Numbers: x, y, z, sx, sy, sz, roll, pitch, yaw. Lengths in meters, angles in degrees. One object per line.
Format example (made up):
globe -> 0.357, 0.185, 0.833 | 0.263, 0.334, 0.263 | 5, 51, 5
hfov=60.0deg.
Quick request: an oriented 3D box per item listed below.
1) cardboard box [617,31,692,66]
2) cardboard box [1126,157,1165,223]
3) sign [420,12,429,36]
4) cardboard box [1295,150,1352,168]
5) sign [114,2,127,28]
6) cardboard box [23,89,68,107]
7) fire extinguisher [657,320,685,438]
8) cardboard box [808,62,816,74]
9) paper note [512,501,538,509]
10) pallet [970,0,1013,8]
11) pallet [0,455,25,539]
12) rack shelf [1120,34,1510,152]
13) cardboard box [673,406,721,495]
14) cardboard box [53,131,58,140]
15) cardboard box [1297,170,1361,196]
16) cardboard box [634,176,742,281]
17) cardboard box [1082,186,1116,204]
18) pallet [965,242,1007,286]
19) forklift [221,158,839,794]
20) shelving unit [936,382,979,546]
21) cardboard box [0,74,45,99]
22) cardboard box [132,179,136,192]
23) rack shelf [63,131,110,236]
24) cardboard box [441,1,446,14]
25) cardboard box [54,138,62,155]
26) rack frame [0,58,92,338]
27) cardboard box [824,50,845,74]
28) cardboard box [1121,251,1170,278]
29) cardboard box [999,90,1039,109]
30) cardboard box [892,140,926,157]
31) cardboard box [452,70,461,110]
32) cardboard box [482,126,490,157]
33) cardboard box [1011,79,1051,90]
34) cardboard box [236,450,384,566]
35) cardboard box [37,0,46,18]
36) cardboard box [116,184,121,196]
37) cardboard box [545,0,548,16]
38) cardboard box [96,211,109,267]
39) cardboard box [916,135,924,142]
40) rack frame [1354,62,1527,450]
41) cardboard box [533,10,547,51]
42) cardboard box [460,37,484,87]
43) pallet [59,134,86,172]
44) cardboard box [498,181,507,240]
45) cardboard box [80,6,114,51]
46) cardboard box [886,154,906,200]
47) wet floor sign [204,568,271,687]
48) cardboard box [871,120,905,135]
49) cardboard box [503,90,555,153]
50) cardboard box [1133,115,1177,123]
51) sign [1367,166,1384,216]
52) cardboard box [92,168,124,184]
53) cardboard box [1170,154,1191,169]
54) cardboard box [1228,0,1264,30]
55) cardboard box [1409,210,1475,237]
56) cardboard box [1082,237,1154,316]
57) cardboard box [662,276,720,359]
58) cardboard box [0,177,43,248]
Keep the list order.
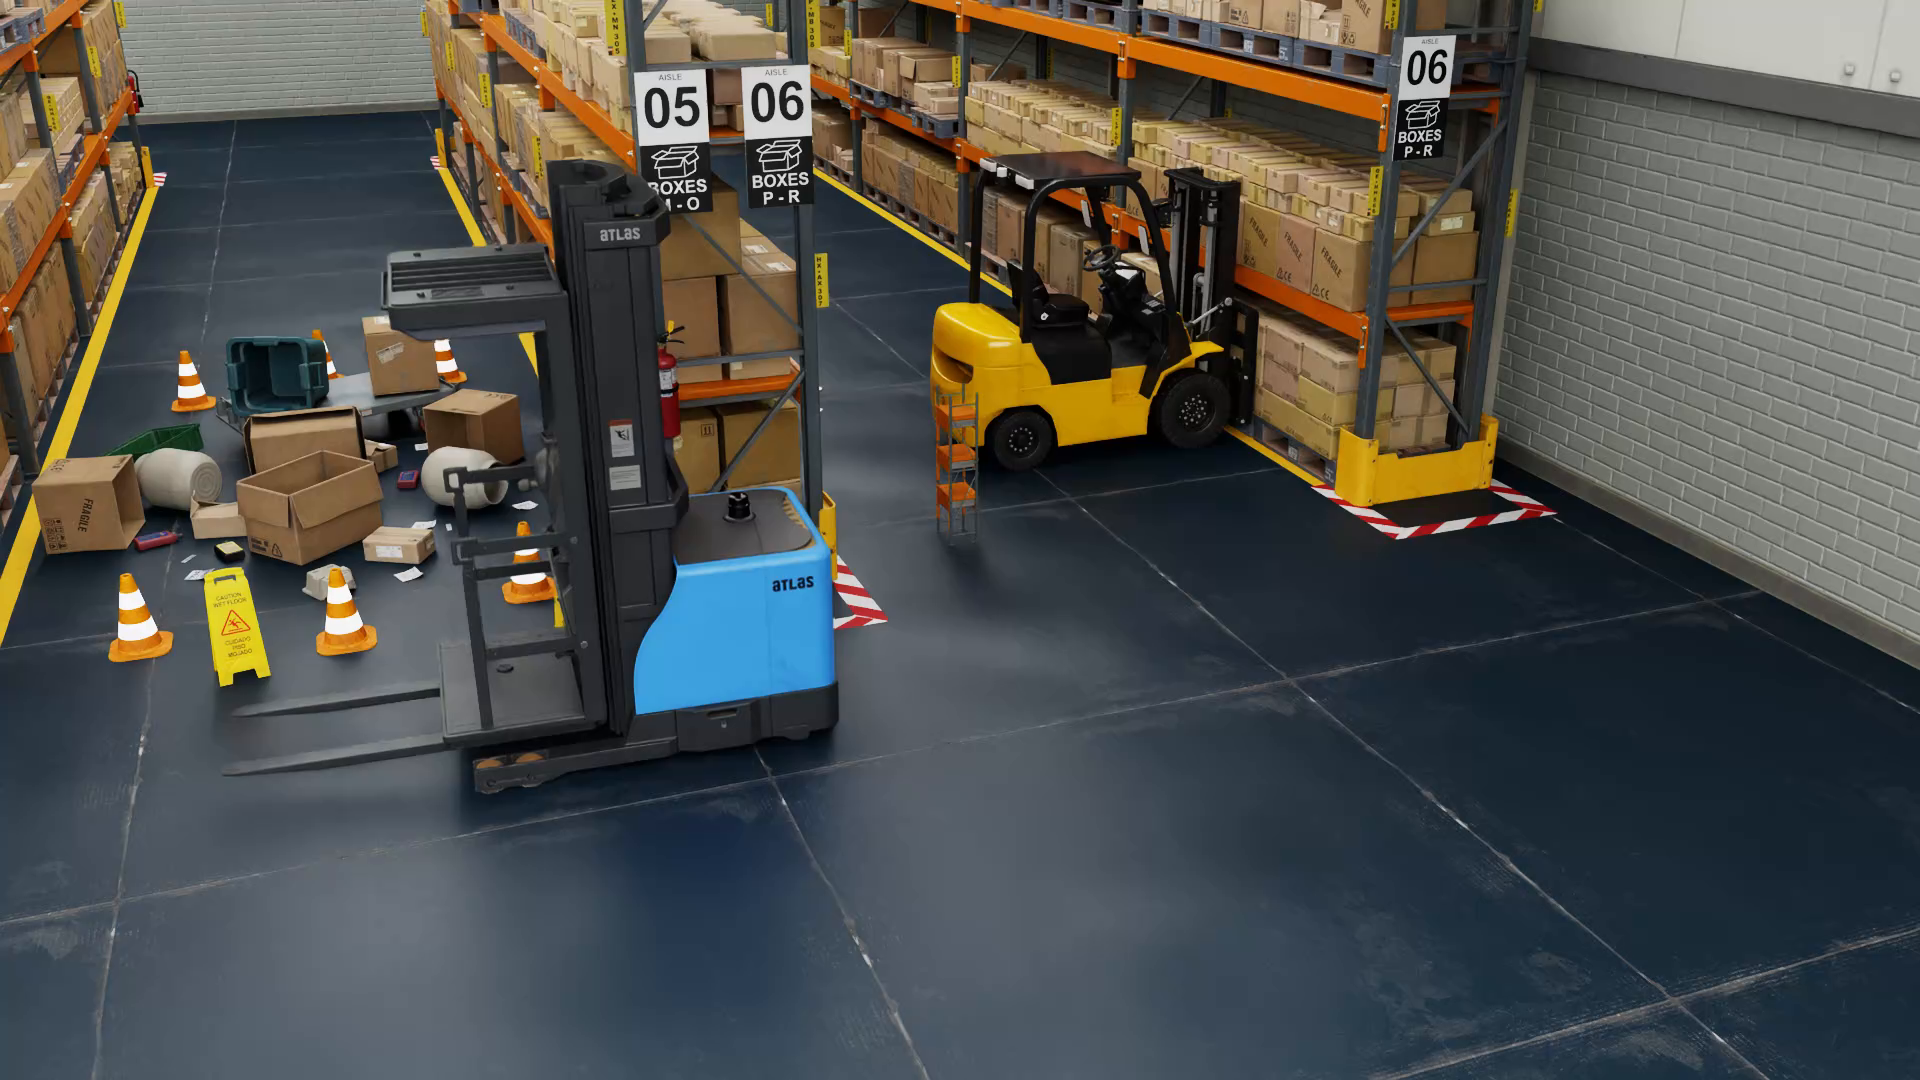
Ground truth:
cardboard box -> -1.743, -2.796, 9.457 | 0.380, 0.149, 0.250 | -8, 24, -18
cardboard box -> 1.795, -3.065, 14.531 | 0.500, 0.500, 0.500 | -9, 24, -20
sign -> -7.521, -7.255, 23.384 | 0.100, 0.325, 0.005 | -8, 24, -19
cardboard box -> 2.857, -2.962, 13.068 | 0.380, 0.149, 0.250 | -8, 24, -19
sign -> -11.068, -6.926, 21.922 | 0.100, 0.325, 0.005 | -8, 24, -19
cardboard box -> -9.495, -4.580, 17.272 | 0.380, 0.149, 0.250 | -9, 25, -21
fire extinguisher -> -1.738, -0.939, 9.717 | 0.296, 0.674, 0.183 | -8, 24, -19
cardboard box -> -1.977, -6.735, 23.692 | 0.380, 0.149, 0.250 | -8, 24, -18
paper note -> -3.083, -0.250, 11.805 | 0.142, 0.019, 0.148 | -18, 29, -37
pallet -> 0.793, -5.730, 17.364 | 1.213, 0.211, 1.003 | -7, 24, -17
pallet -> -7.160, -0.245, 11.561 | 1.003, 0.211, 1.213 | -8, 24, -19
rack shelf -> 2.589, -3.540, 12.851 | 1.077, 0.370, 4.000 | -8, 24, -19
cardboard box -> -1.874, -0.607, 10.863 | 0.500, 0.500, 0.500 | -8, 24, -19
cardboard box -> -9.036, -3.975, 16.219 | 0.380, 0.149, 0.250 | -8, 24, -19
cardboard box -> 2.719, -2.623, 12.264 | 0.380, 0.149, 0.250 | -8, 24, -19
cardboard box -> -1.732, -1.879, 10.048 | 0.700, 0.500, 0.500 | -9, 24, -20
cardboard box -> 1.460, -3.294, 15.396 | 0.500, 0.250, 0.500 | -8, 24, -18
pallet -> 0.724, -3.080, 18.285 | 1.003, 0.211, 1.213 | -8, 24, -19
forklift -> -2.217, -0.320, 8.235 | 3.031, 2.935, 1.130 | -7, 24, -16
shelving unit -> -0.019, -0.503, 11.092 | 0.215, 1.050, 0.252 | -8, 24, -19
cardboard box -> -10.616, -5.044, 18.844 | 0.500, 0.500, 0.500 | -8, 24, -19
cardboard box -> -10.767, -4.535, 21.279 | 0.380, 0.149, 0.250 | -9, 25, -21
rack shelf -> -9.475, -3.666, 17.012 | 1.077, 0.370, 4.000 | -8, 24, -19
cardboard box -> -6.486, -6.875, 21.447 | 0.380, 0.149, 0.250 | -8, 24, -19
cardboard box -> -9.025, -3.832, 16.263 | 0.380, 0.149, 0.250 | -7, 24, -17
rack frame -> -8.768, -3.271, 15.148 | 1.000, 3.000, 0.127 | -8, 24, -19
cardboard box -> -1.543, -6.522, 22.672 | 0.500, 0.250, 0.500 | -8, 24, -19
cardboard box -> 1.760, -2.384, 14.757 | 0.500, 0.250, 0.500 | -9, 24, -20
cardboard box -> 0.621, -4.578, 17.286 | 0.380, 0.149, 0.250 | -8, 24, -18
cardboard box -> -0.632, -4.921, 20.906 | 0.380, 0.149, 0.250 | -8, 24, -19
cardboard box -> -5.989, -5.620, 20.592 | 0.500, 0.500, 0.500 | -8, 24, -19
cardboard box -> -4.790, -4.249, 17.663 | 0.500, 0.250, 0.500 | -8, 24, -18
cardboard box -> 0.773, -4.924, 18.106 | 0.380, 0.149, 0.250 | -8, 24, -17
cardboard box -> -4.336, -0.220, 11.125 | 0.637, 0.503, 0.797 | 12, 26, 27
cardboard box -> -8.904, -5.124, 15.554 | 0.500, 0.500, 0.500 | -8, 24, -19
cardboard box -> -10.471, -4.282, 20.293 | 0.380, 0.149, 0.250 | -7, 24, -17
cardboard box -> -2.750, -3.820, 11.887 | 0.380, 0.149, 0.250 | -9, 25, -21
cardboard box -> -9.326, -3.158, 17.559 | 0.500, 0.500, 0.500 | -9, 24, -20
cardboard box -> -0.352, -5.187, 21.537 | 0.380, 0.149, 0.250 | -8, 24, -18
rack frame -> 3.295, -1.762, 11.569 | 1.000, 3.000, 0.127 | -8, 24, -19
cardboard box -> -2.861, -3.786, 12.319 | 0.500, 0.250, 0.500 | -9, 24, -20
cardboard box -> -5.319, -5.384, 18.746 | 0.500, 0.500, 0.500 | -9, 24, -20
pallet -> -9.506, -3.896, 16.879 | 1.003, 0.211, 1.213 | -8, 24, -19
cardboard box -> -4.651, -3.788, 18.571 | 0.875, 0.875, 0.875 | -8, 24, -18
cardboard box -> -10.829, -6.318, 20.578 | 0.500, 0.500, 0.500 | -7, 24, -16
cardboard box -> -0.614, -4.583, 20.940 | 0.500, 0.500, 0.500 | -9, 25, -21
wet floor sign -> -4.080, 0.460, 9.329 | 0.267, 0.644, 0.232 | -13, 26, -28
cardboard box -> -0.929, -5.345, 21.530 | 0.380, 0.149, 0.250 | -10, 25, -22
cardboard box -> -4.040, -3.980, 15.778 | 0.500, 0.500, 0.500 | -7, 24, -16
cardboard box -> 1.826, -3.913, 15.709 | 0.380, 0.149, 0.250 | -8, 24, -19
sign -> 2.783, -2.336, 11.134 | 0.100, 0.325, 0.005 | -8, 24, -19
cardboard box -> -10.413, -4.420, 20.240 | 0.380, 0.149, 0.250 | -8, 24, -18
cardboard box -> 1.978, -3.124, 13.837 | 0.380, 0.149, 0.250 | -8, 24, -18
cardboard box -> 2.472, -4.163, 12.600 | 0.797, 0.503, 0.637 | -8, 24, -17
cardboard box -> 3.418, -2.266, 11.801 | 0.380, 0.149, 0.250 | -9, 24, -20
cardboard box -> 1.688, -2.503, 15.843 | 0.875, 0.625, 0.625 | -7, 24, -17
cardboard box -> -1.796, -1.422, 10.251 | 0.500, 0.500, 0.500 | -9, 24, -20
cardboard box -> -7.822, -2.641, 13.526 | 0.500, 0.500, 0.500 | -8, 24, -18
